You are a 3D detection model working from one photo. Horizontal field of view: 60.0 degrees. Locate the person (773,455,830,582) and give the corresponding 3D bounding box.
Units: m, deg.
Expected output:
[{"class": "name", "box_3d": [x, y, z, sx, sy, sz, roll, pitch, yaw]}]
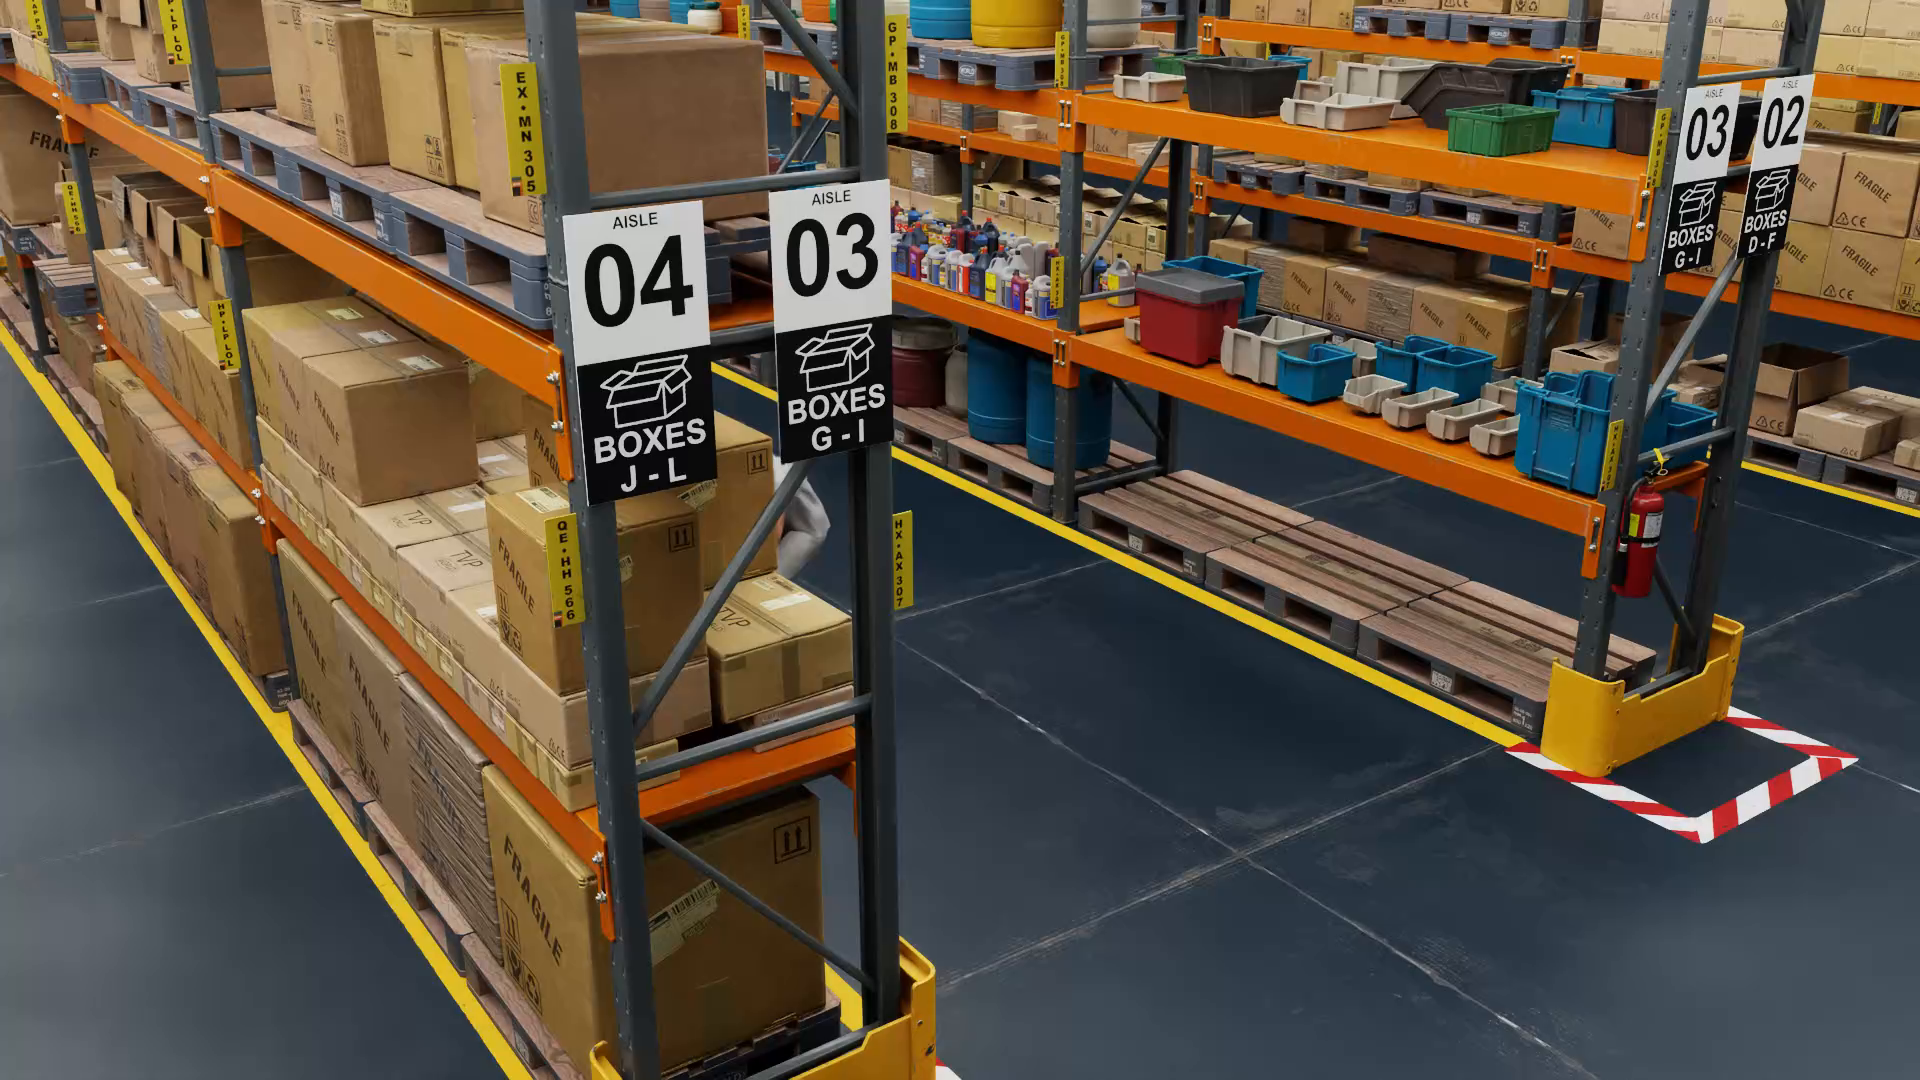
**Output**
[{"class": "person", "box_3d": [-1.019, 0.002, 9.056, 0.667, 1.333, 0.491, -15, 26, -33]}]
